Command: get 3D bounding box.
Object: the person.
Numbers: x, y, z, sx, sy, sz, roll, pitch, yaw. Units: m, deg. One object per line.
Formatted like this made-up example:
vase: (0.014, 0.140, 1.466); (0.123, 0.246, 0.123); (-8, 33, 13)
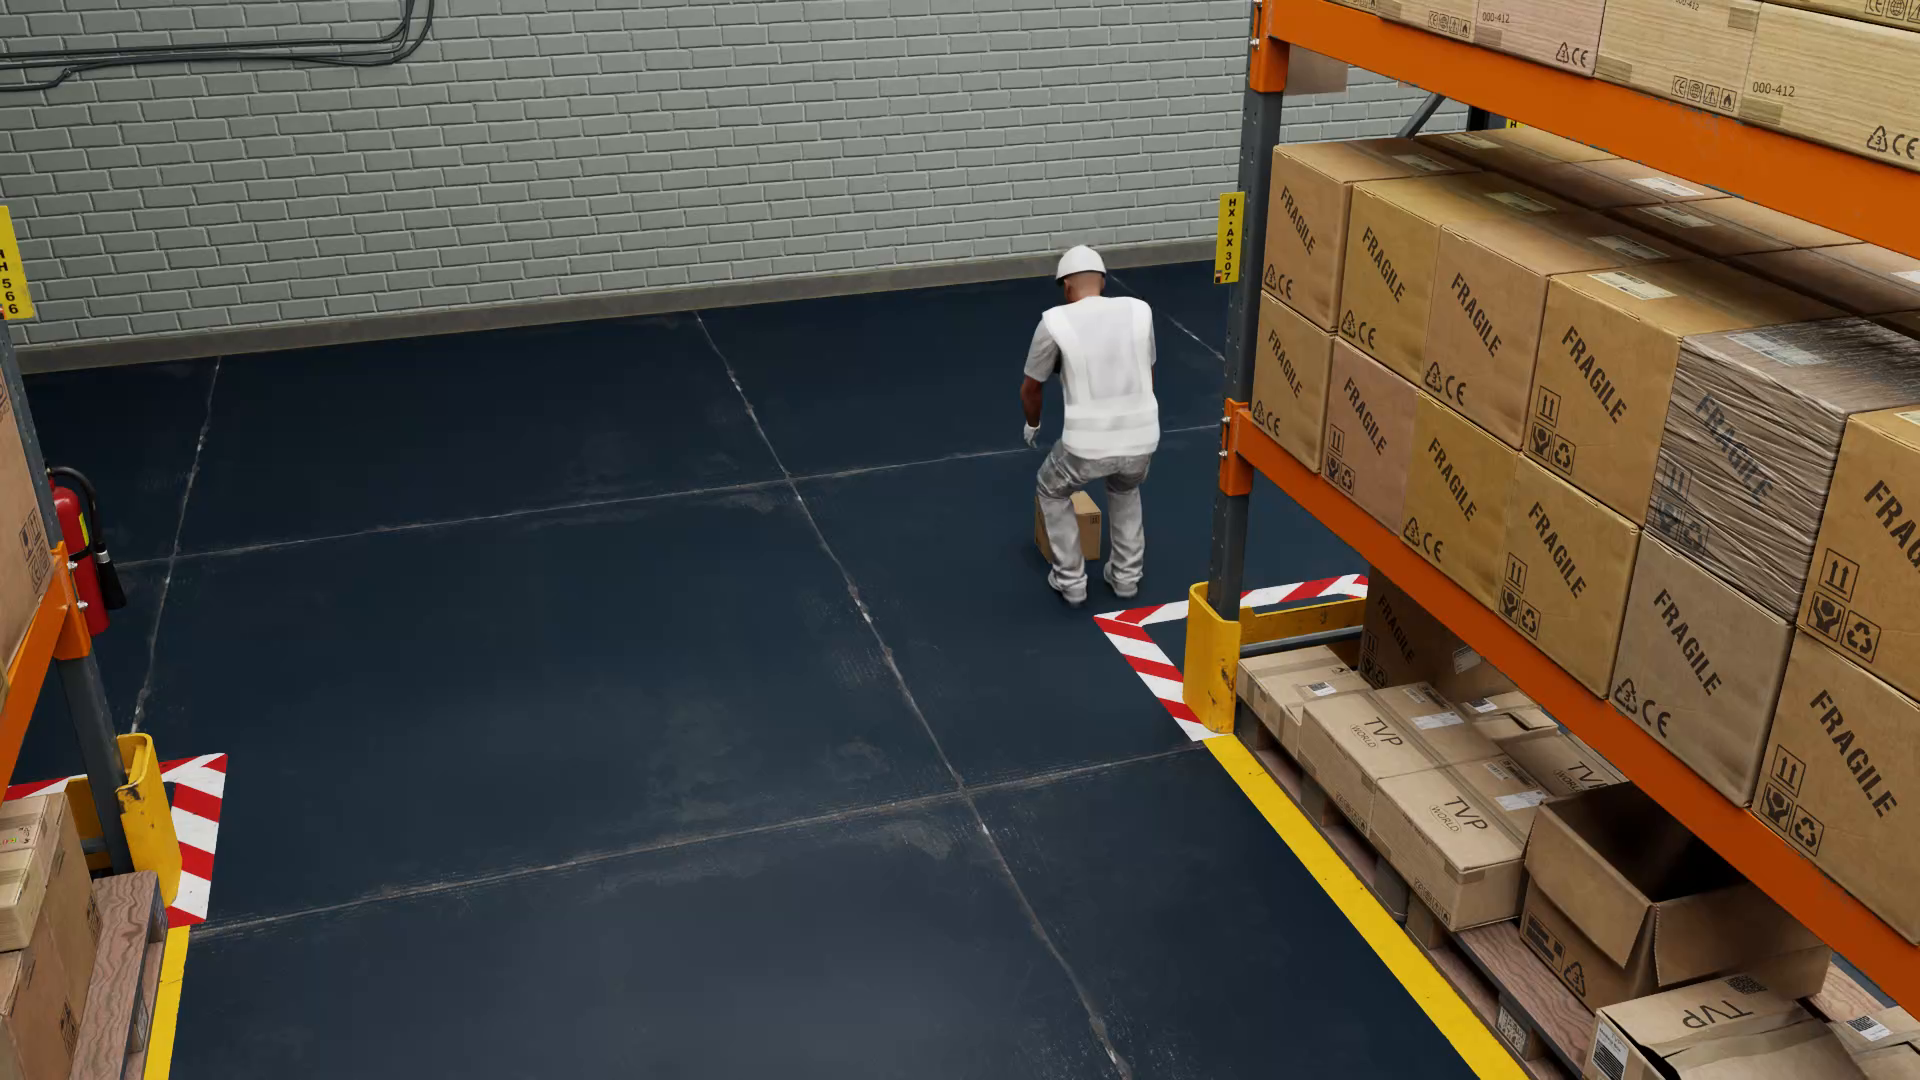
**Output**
person: (0.575, -0.479, 7.333); (0.607, 1.552, 0.674); (-6, 27, -11)
